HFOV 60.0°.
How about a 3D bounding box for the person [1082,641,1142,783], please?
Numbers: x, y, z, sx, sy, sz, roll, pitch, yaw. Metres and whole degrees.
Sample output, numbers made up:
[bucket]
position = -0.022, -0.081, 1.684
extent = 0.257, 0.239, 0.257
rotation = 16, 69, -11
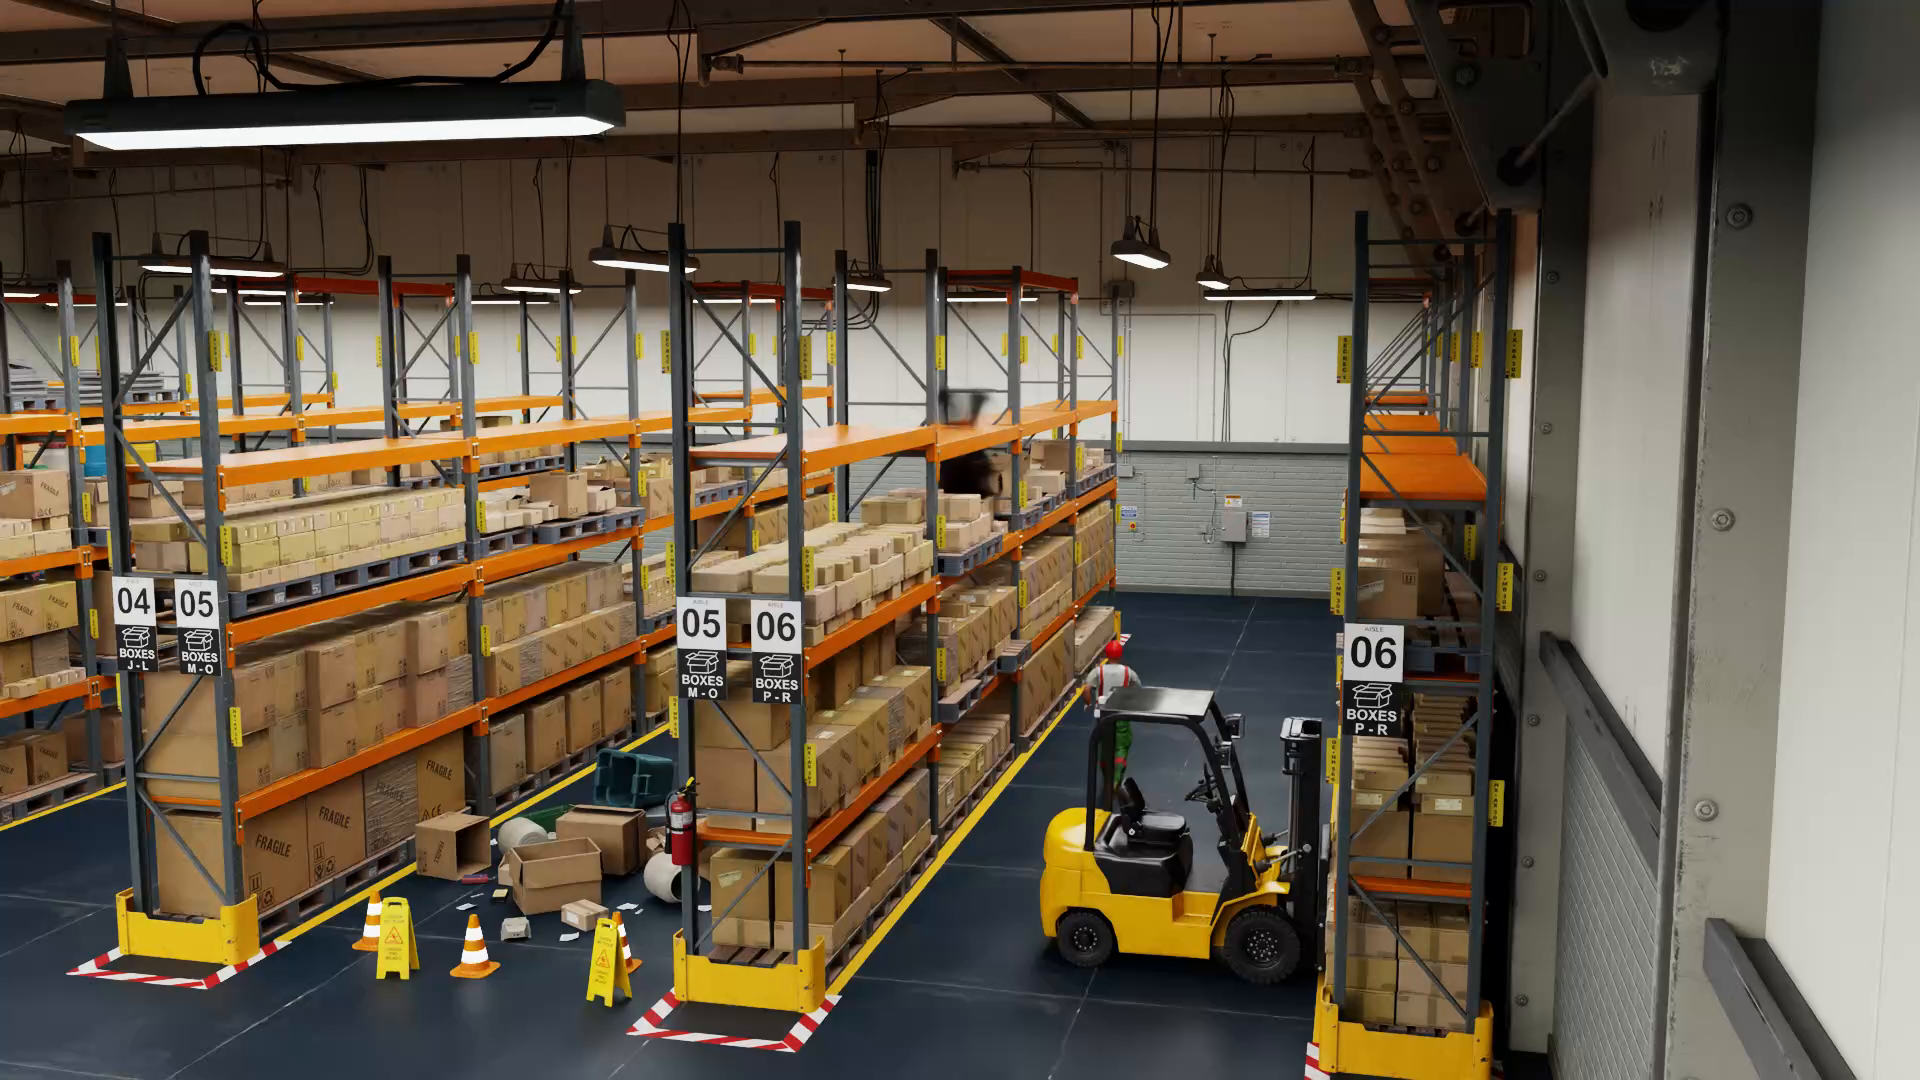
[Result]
[person]
position = 1.708, 1.973, 18.592
extent = 0.657, 1.715, 0.822
rotation = 1, 7, 10
